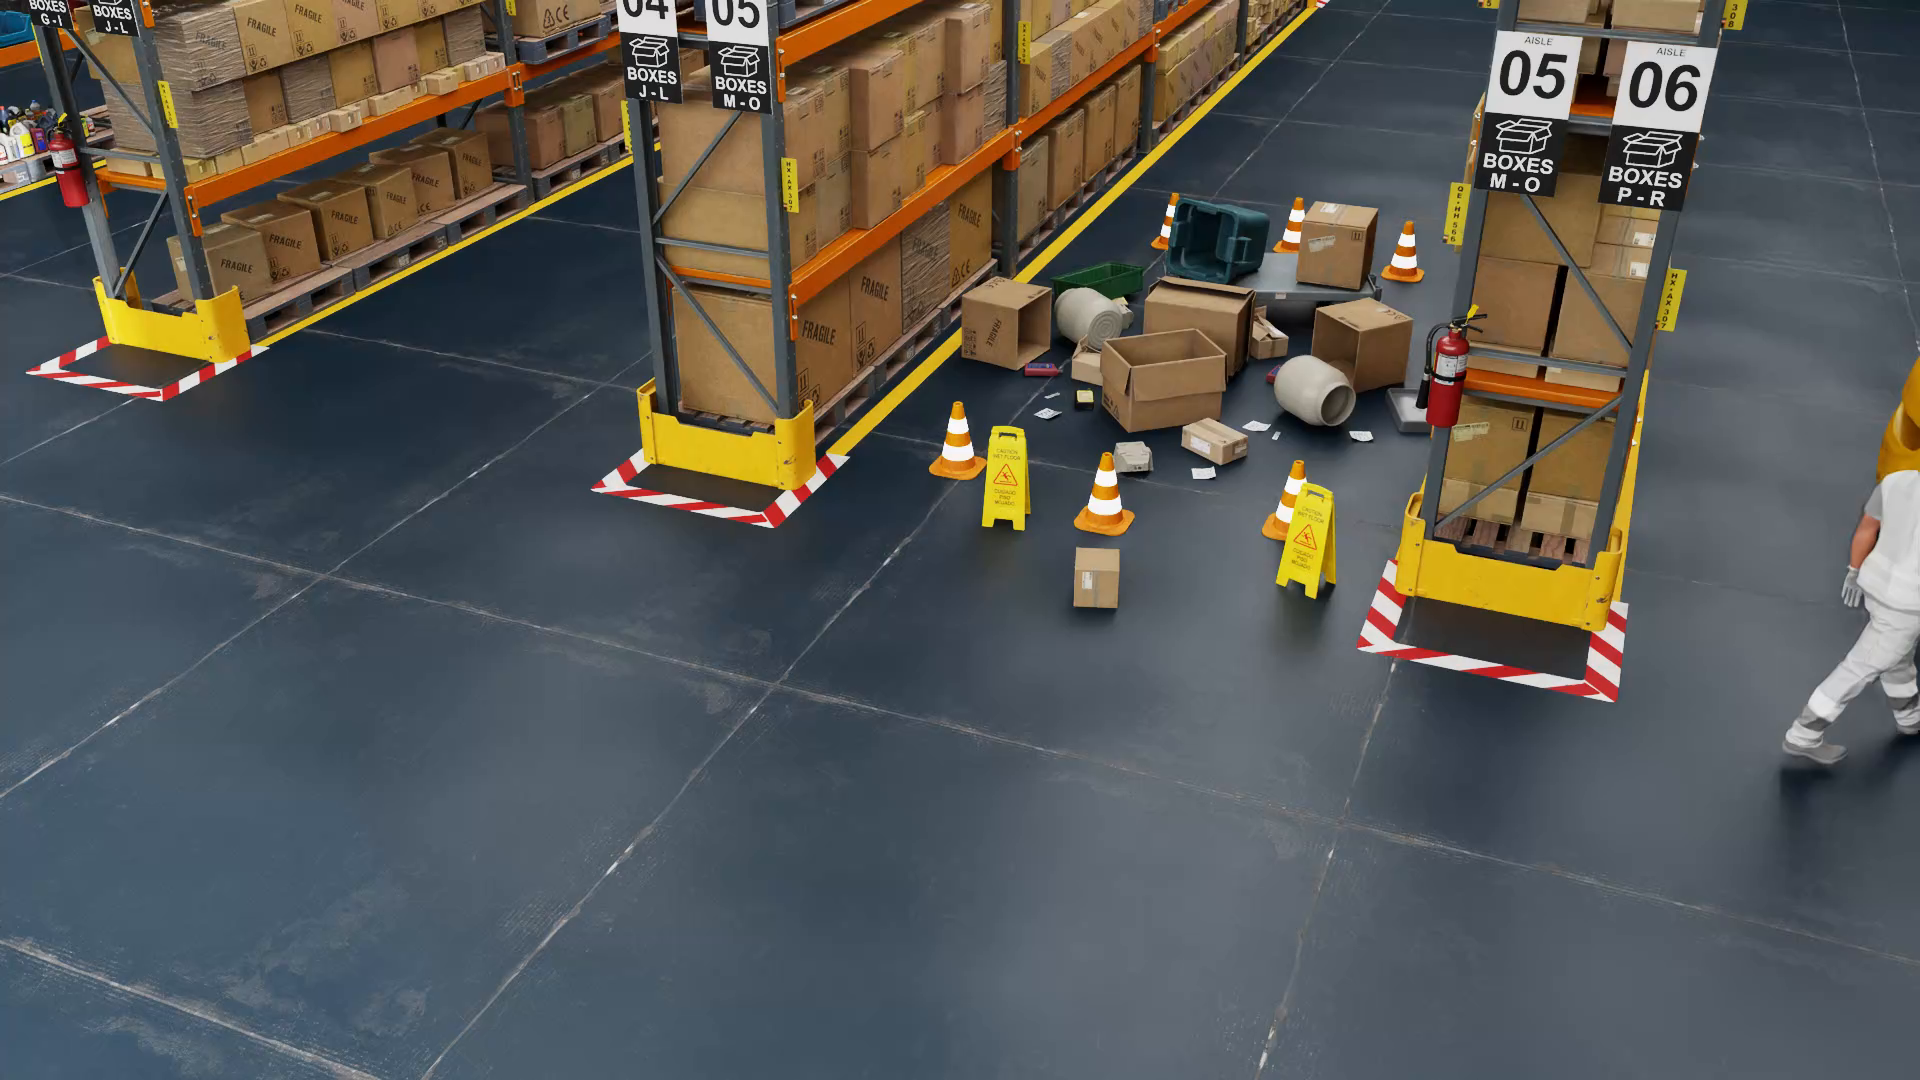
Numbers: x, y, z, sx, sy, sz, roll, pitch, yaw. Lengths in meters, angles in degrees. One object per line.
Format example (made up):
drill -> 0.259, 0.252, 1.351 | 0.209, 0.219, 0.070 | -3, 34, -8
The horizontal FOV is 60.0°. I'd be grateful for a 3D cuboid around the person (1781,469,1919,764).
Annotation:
person -> 4.550, 0.258, 7.893 | 0.987, 1.733, 0.561 | -2, 29, -4
